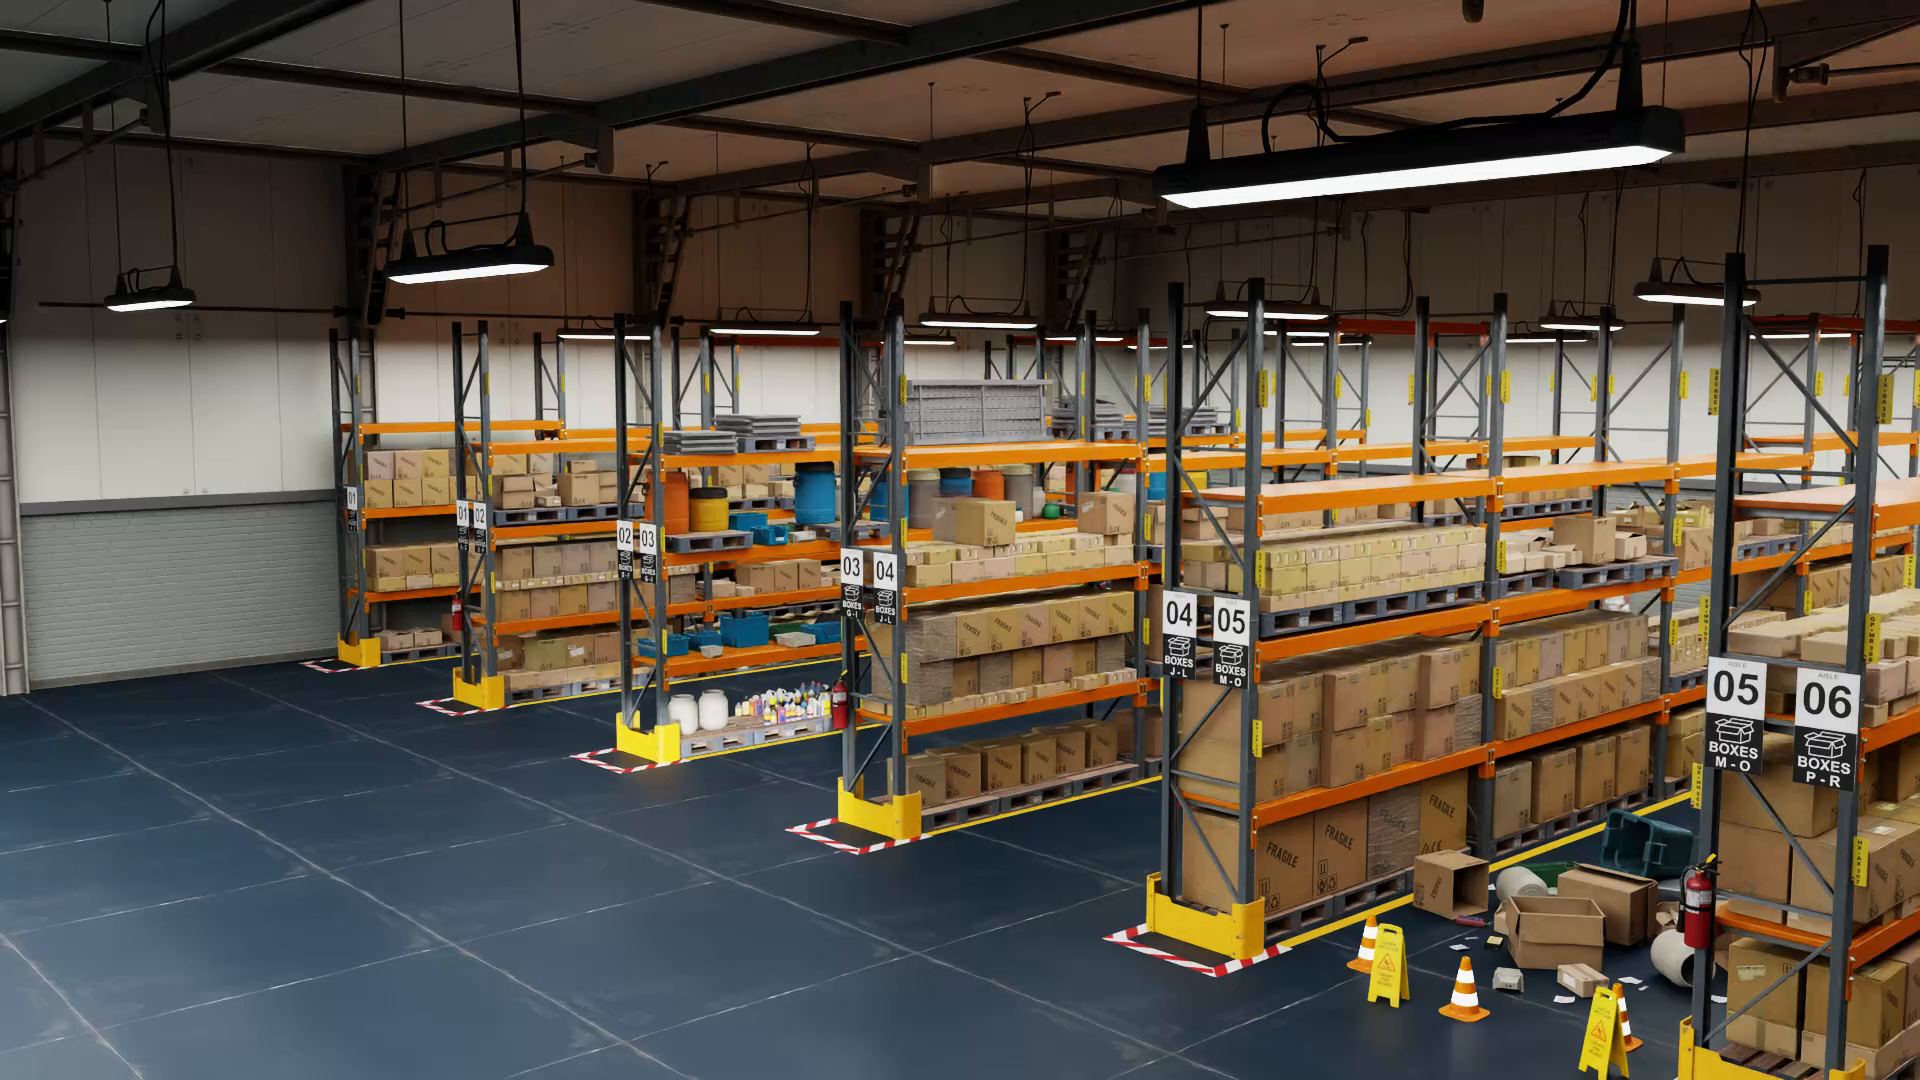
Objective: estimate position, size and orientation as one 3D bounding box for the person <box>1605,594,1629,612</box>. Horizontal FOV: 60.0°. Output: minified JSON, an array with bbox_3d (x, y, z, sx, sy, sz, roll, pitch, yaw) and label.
[{"bbox_3d":[12.260,1.199,31.235,1.135,1.727,0.533,-1,6,-10],"label":"person"}]
